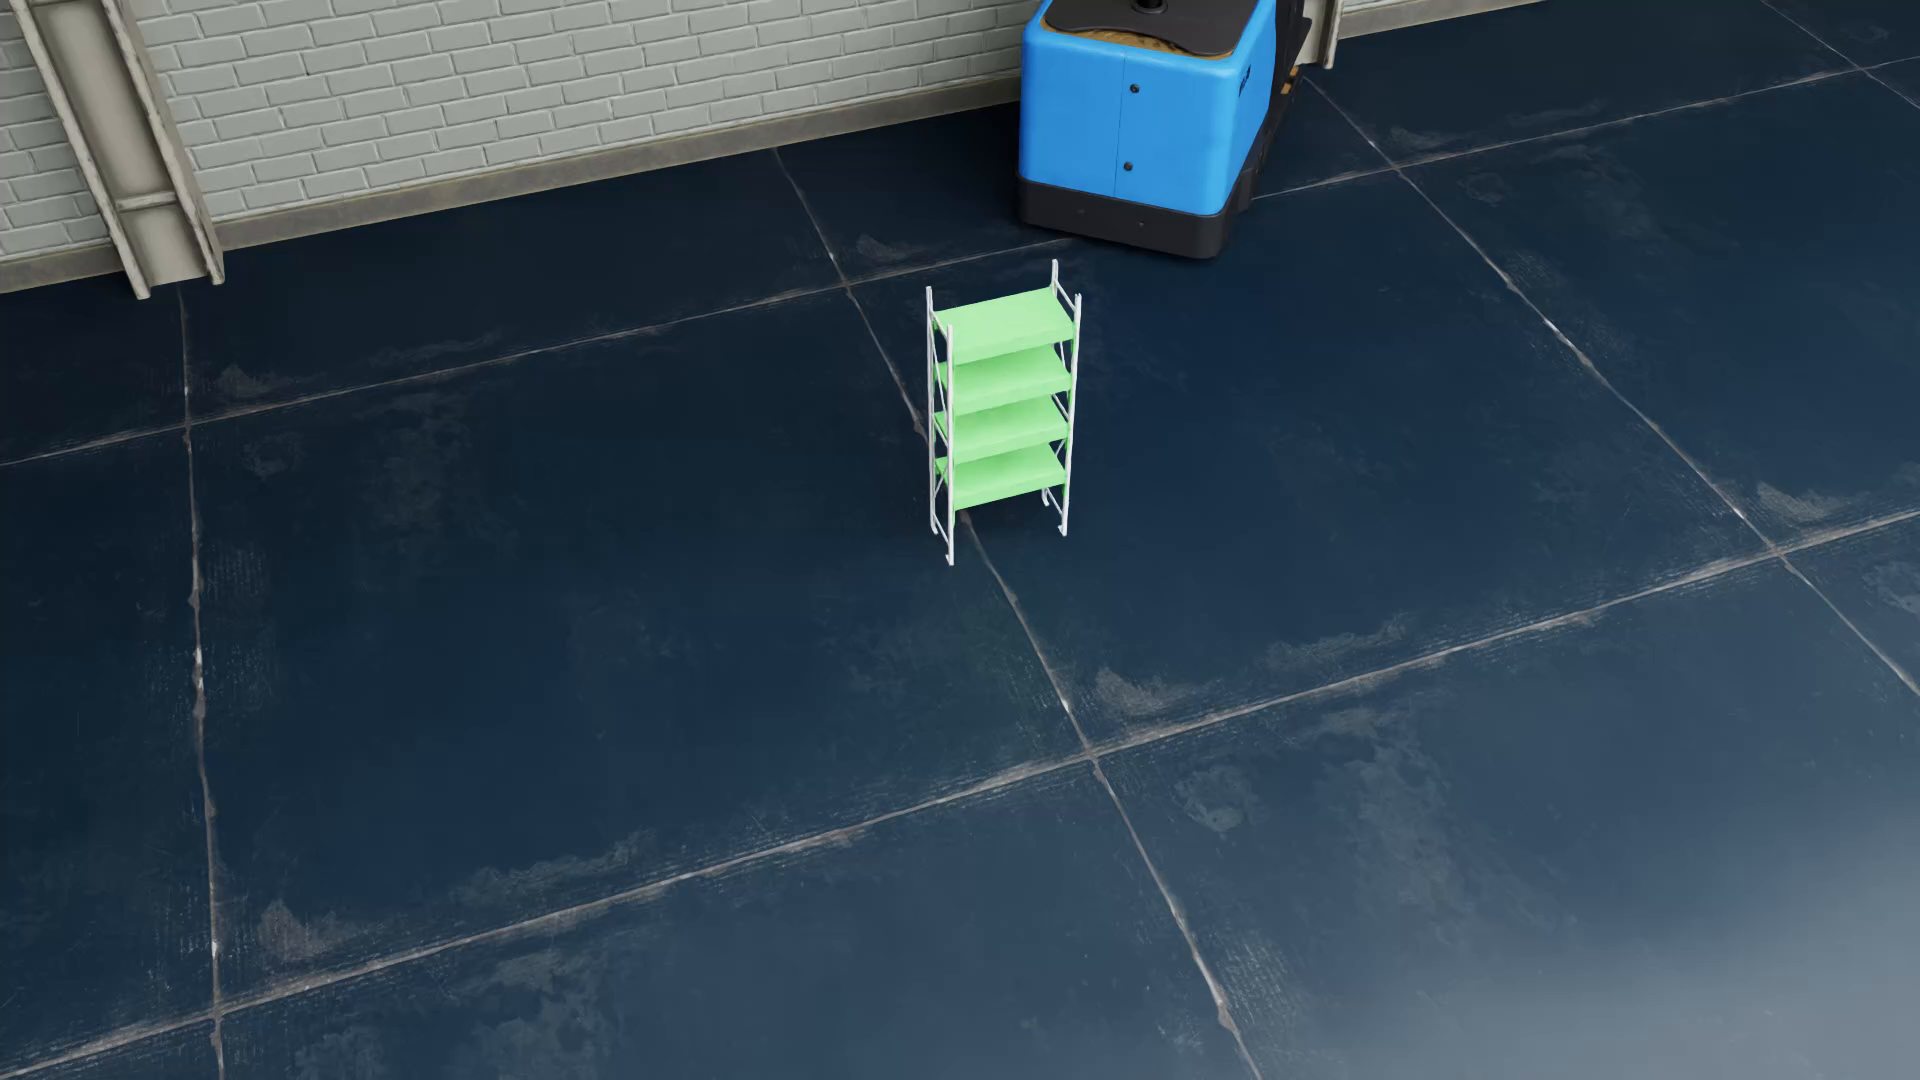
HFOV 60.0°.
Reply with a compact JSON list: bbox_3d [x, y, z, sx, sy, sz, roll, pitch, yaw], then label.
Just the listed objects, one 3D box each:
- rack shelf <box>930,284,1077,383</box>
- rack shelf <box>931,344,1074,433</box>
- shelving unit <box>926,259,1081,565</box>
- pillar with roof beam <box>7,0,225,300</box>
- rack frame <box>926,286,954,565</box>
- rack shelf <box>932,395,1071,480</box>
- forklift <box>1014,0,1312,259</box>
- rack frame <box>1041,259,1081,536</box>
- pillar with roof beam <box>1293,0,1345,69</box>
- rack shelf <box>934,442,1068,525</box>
[{"bbox_3d":[0.156,-0.757,6.070,0.480,0.148,0.258,-14,47,-14],"label":"rack shelf"},{"bbox_3d":[0.156,-0.588,6.240,0.480,0.148,0.258,-14,47,-14],"label":"rack shelf"},{"bbox_3d":[0.156,-0.463,6.365,0.503,1.200,0.258,-14,47,-14],"label":"shelving unit"},{"bbox_3d":[-2.305,-1.597,1.989,0.400,9.000,9.100,-14,47,-14],"label":"pillar with roof beam"},{"bbox_3d":[-0.074,-0.405,6.306,0.015,1.200,0.240,-14,47,-14],"label":"rack frame"},{"bbox_3d":[0.156,-0.418,6.410,0.480,0.148,0.258,-14,47,-14],"label":"rack shelf"},{"bbox_3d":[1.254,-3.448,8.117,1.130,2.935,3.031,15,47,14],"label":"forklift"},{"bbox_3d":[0.385,-0.522,6.423,0.015,1.200,0.240,-14,47,-14],"label":"rack frame"},{"bbox_3d":[3.338,-3.040,3.427,0.400,9.000,9.100,-14,47,-14],"label":"pillar with roof beam"},{"bbox_3d":[0.156,-0.249,6.580,0.480,0.148,0.258,-14,47,-14],"label":"rack shelf"}]
